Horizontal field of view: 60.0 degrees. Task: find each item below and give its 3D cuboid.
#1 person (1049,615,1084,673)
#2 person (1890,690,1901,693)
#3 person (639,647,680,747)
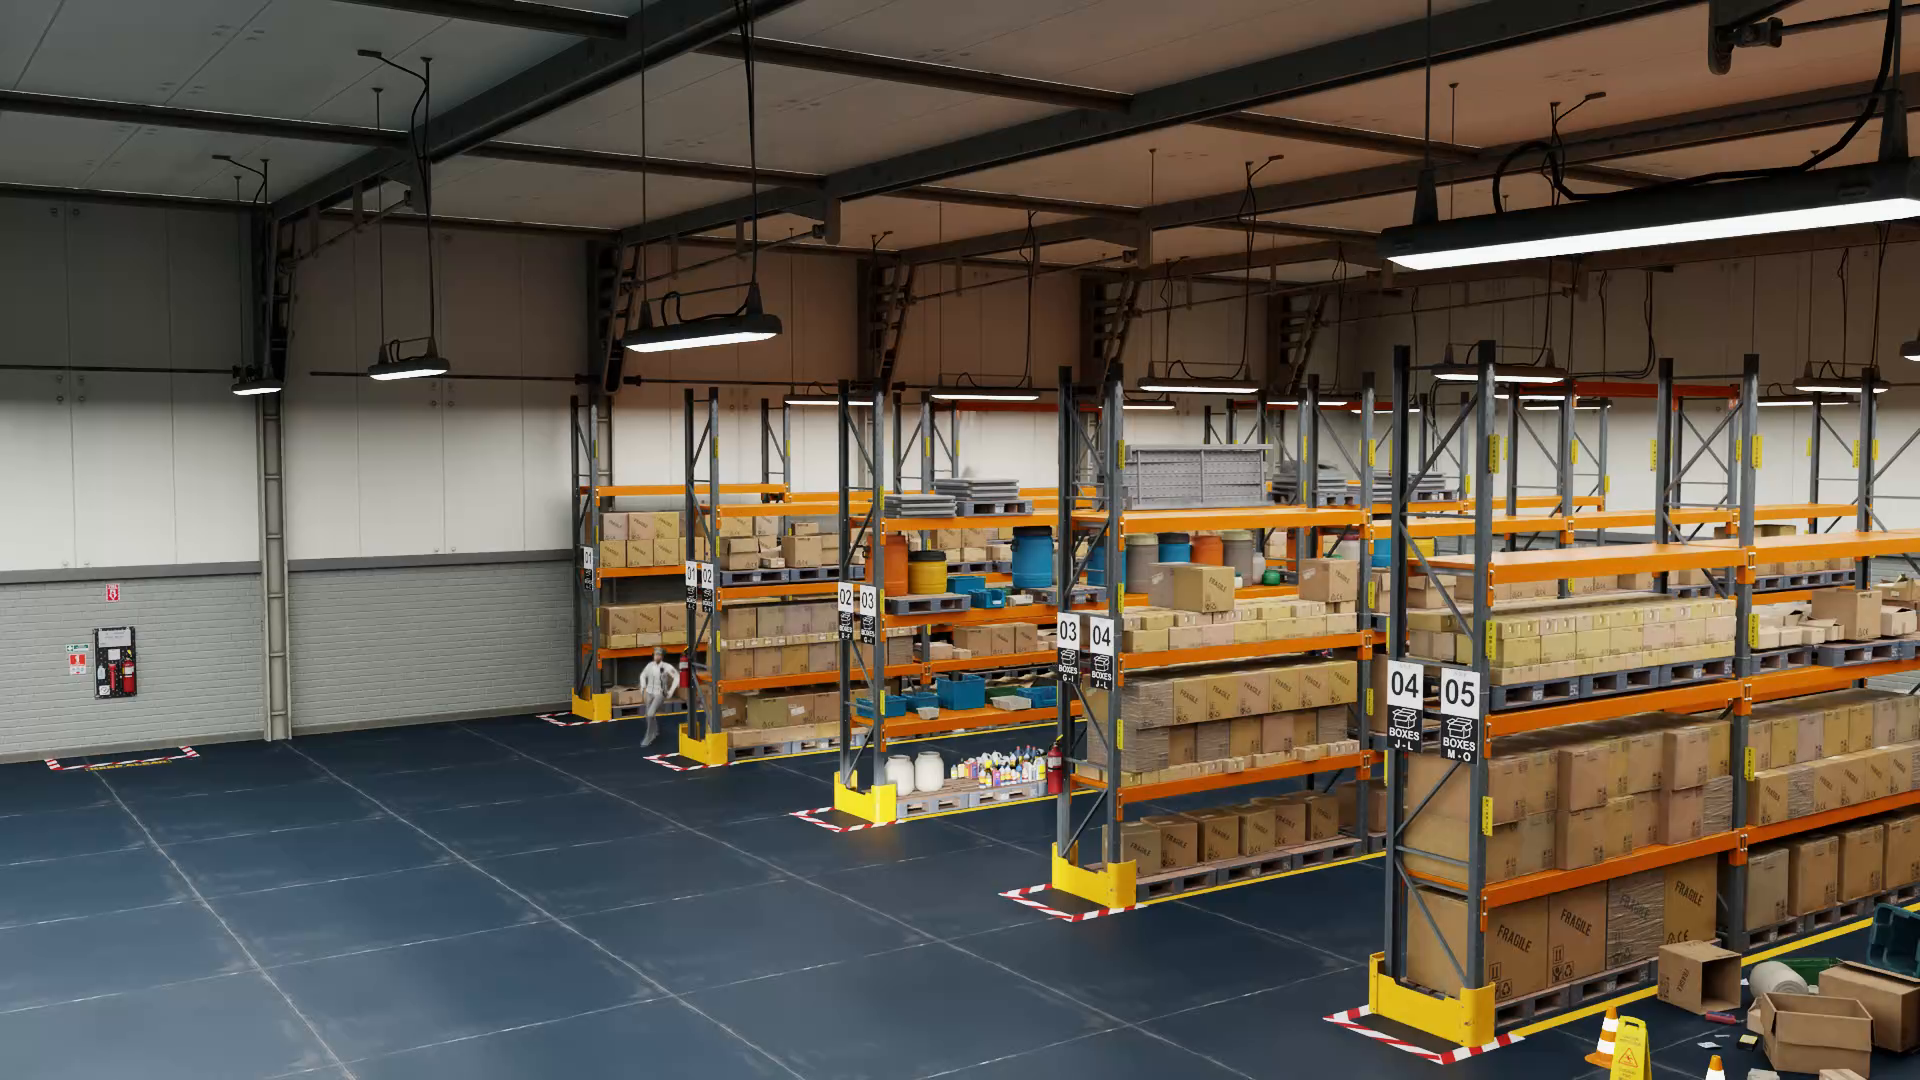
[{"bbox_3d":[2.233,1.895,34.729,0.841,1.745,0.644,-3,5,-41],"label":"person"},{"bbox_3d":[12.673,2.935,22.542,0.765,1.805,0.687,-2,4,-29],"label":"person"},{"bbox_3d":[-5.127,2.645,28.218,0.674,1.705,0.670,1,4,22],"label":"person"}]
